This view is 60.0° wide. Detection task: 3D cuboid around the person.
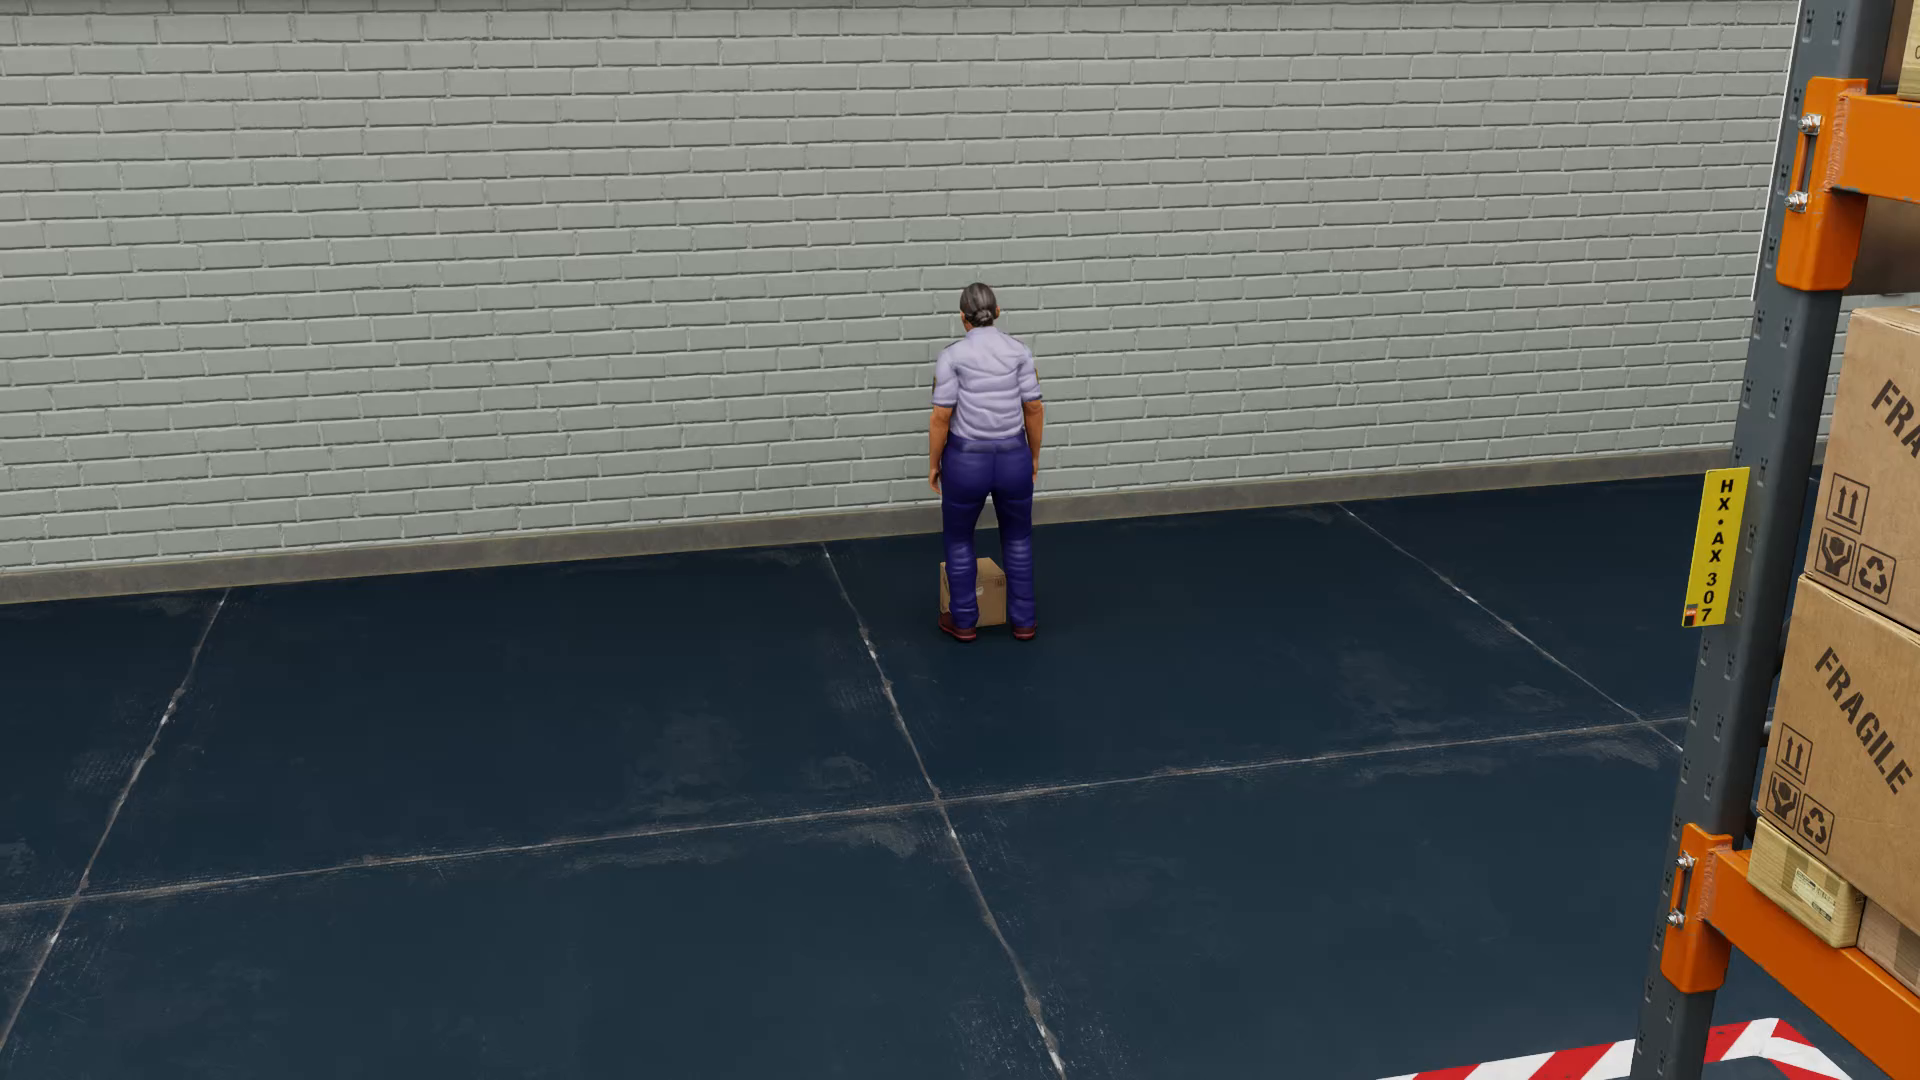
[{"bbox_3d":[0.117,-0.336,7.517,0.543,1.652,0.414,-5,20,-13],"label":"person"}]
